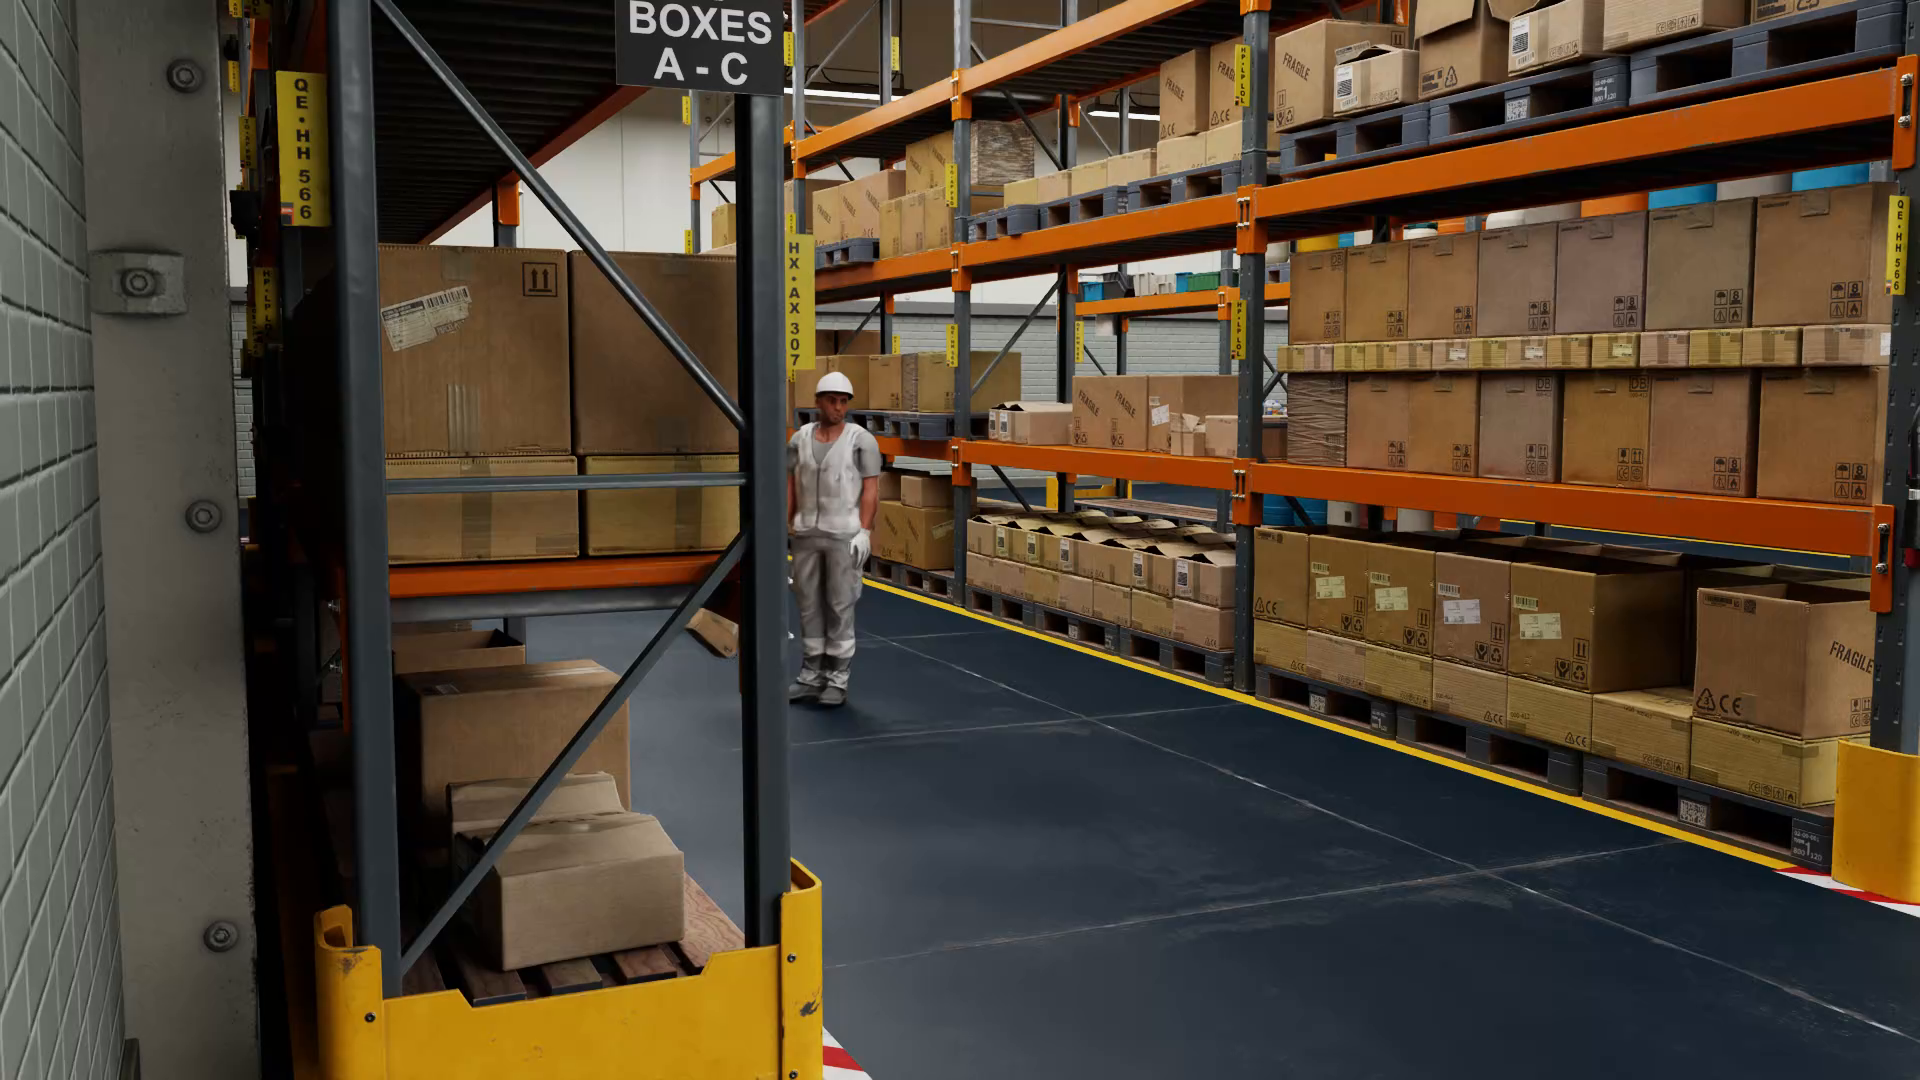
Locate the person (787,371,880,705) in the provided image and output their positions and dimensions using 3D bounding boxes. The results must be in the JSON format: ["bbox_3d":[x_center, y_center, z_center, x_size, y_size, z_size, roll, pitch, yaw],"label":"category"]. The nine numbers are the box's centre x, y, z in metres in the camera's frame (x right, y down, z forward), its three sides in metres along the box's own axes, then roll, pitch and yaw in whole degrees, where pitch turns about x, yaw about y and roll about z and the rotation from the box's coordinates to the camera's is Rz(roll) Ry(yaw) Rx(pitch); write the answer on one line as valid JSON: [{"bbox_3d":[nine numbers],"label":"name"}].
[{"bbox_3d":[-0.755,-0.007,8.943,0.632,1.791,0.383,2,6,21],"label":"person"}]
